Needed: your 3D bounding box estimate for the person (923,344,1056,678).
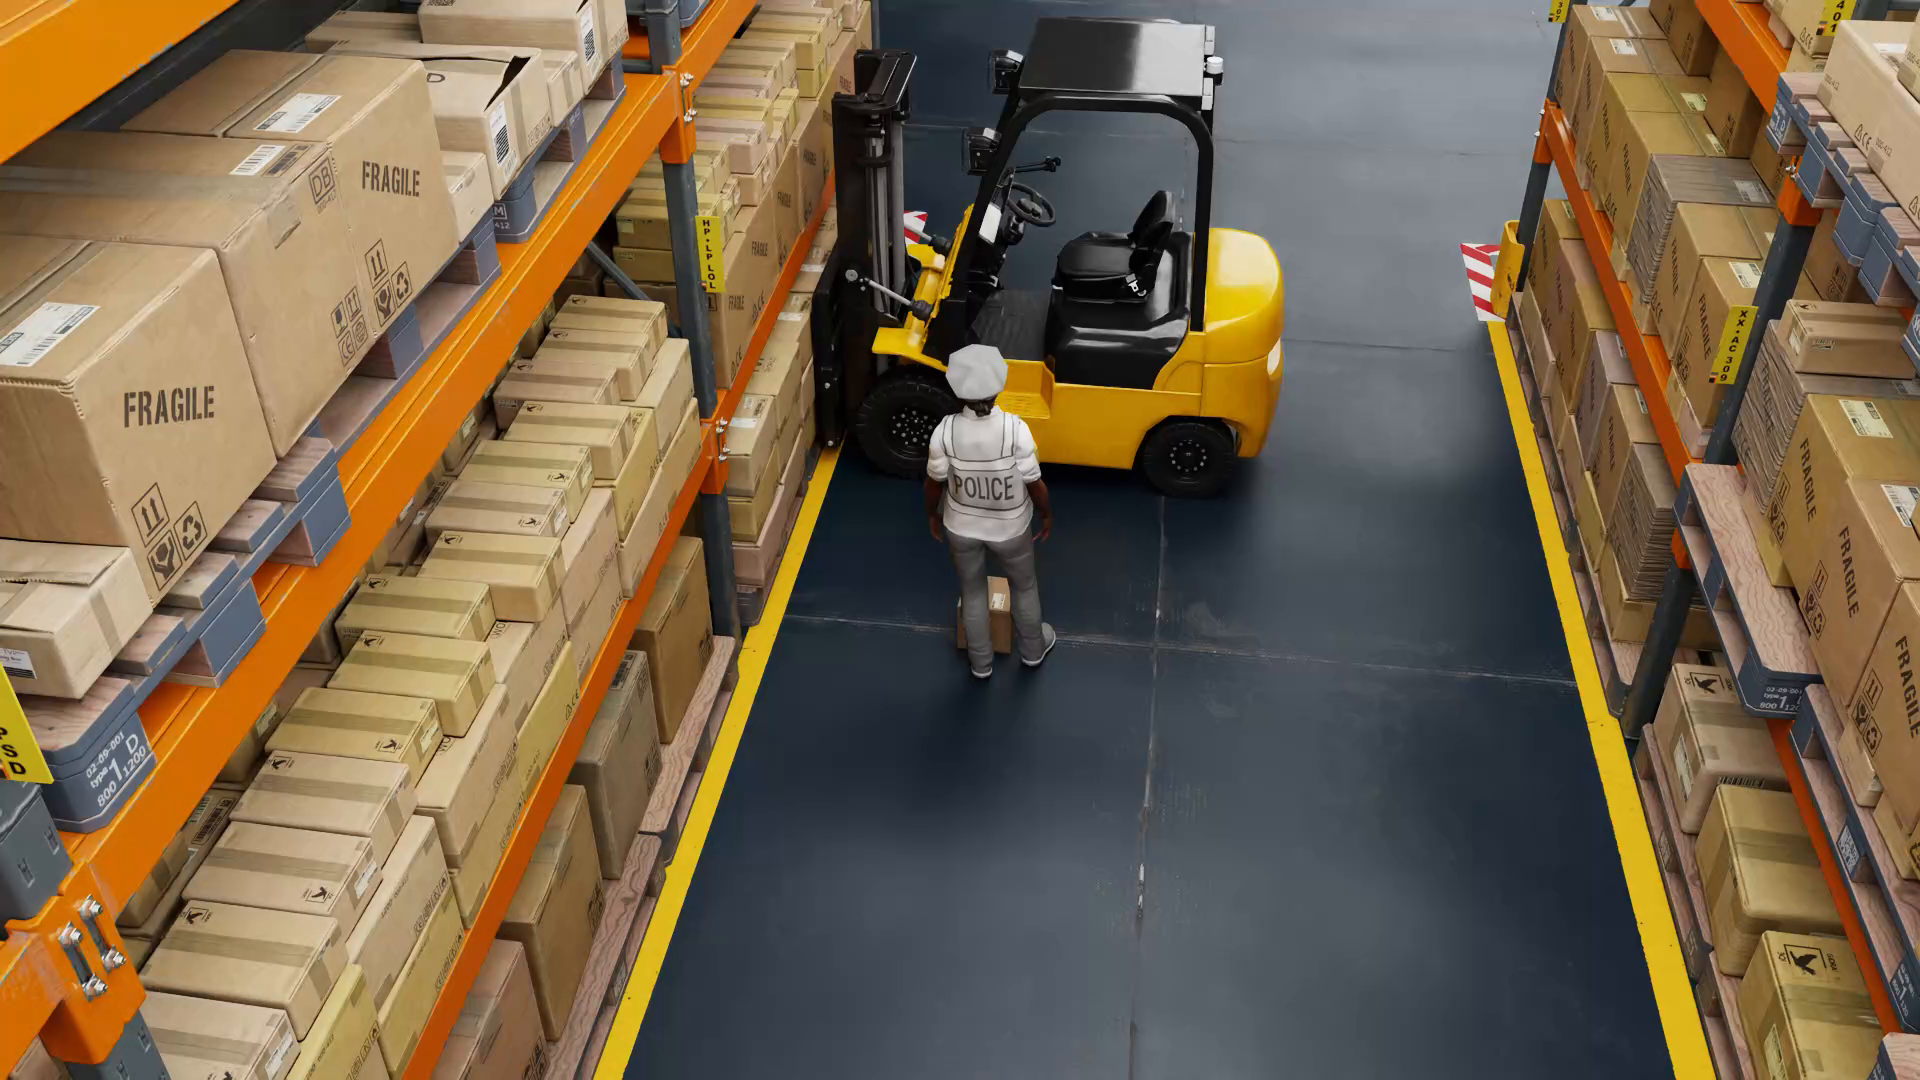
[{"bbox_3d":[0.140,-0.121,7.162,0.569,1.692,0.530,4,37,6],"label":"person"}]
